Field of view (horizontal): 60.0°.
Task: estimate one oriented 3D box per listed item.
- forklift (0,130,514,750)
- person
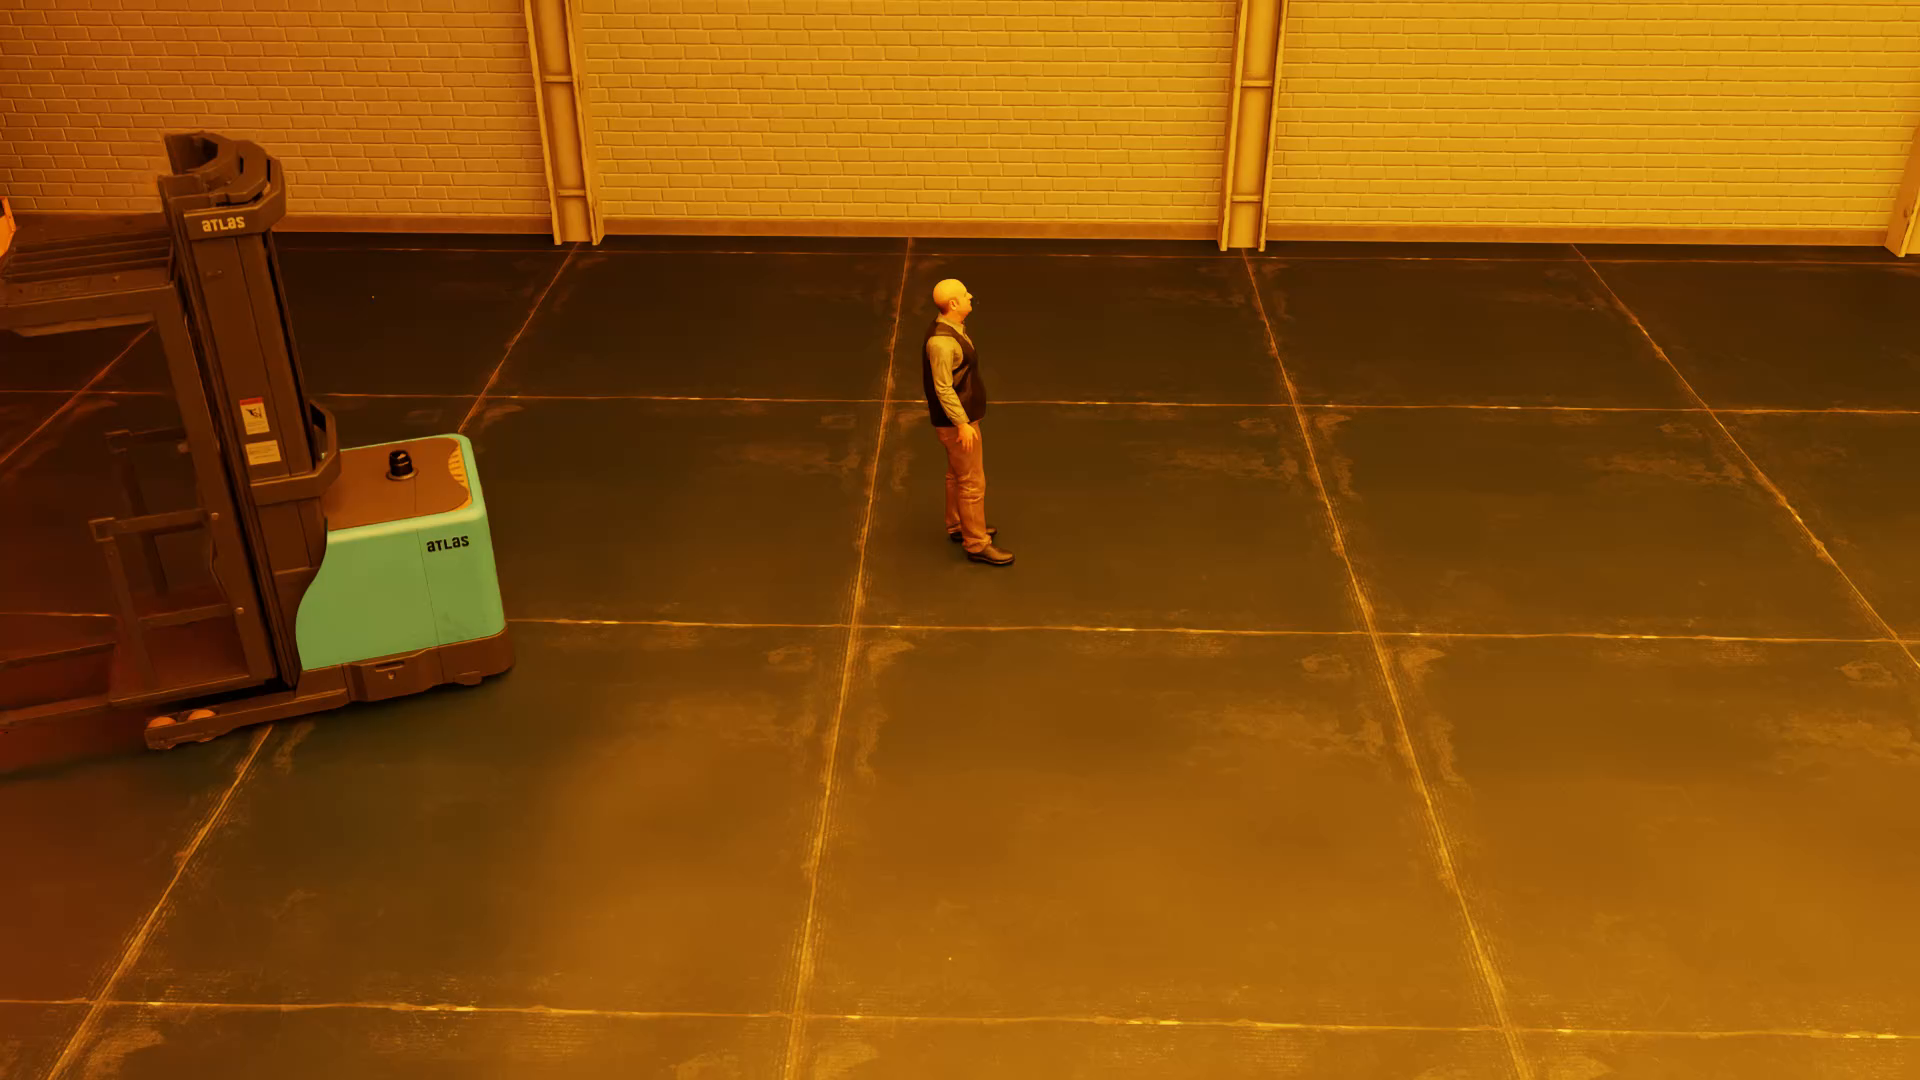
[{"bbox_3d":[-4.045,-0.475,8.419,3.031,2.935,1.130,-10,32,-17],"label":"forklift"},{"bbox_3d":[0.062,-0.743,10.050,0.568,1.720,0.632,1,31,1],"label":"person"}]
